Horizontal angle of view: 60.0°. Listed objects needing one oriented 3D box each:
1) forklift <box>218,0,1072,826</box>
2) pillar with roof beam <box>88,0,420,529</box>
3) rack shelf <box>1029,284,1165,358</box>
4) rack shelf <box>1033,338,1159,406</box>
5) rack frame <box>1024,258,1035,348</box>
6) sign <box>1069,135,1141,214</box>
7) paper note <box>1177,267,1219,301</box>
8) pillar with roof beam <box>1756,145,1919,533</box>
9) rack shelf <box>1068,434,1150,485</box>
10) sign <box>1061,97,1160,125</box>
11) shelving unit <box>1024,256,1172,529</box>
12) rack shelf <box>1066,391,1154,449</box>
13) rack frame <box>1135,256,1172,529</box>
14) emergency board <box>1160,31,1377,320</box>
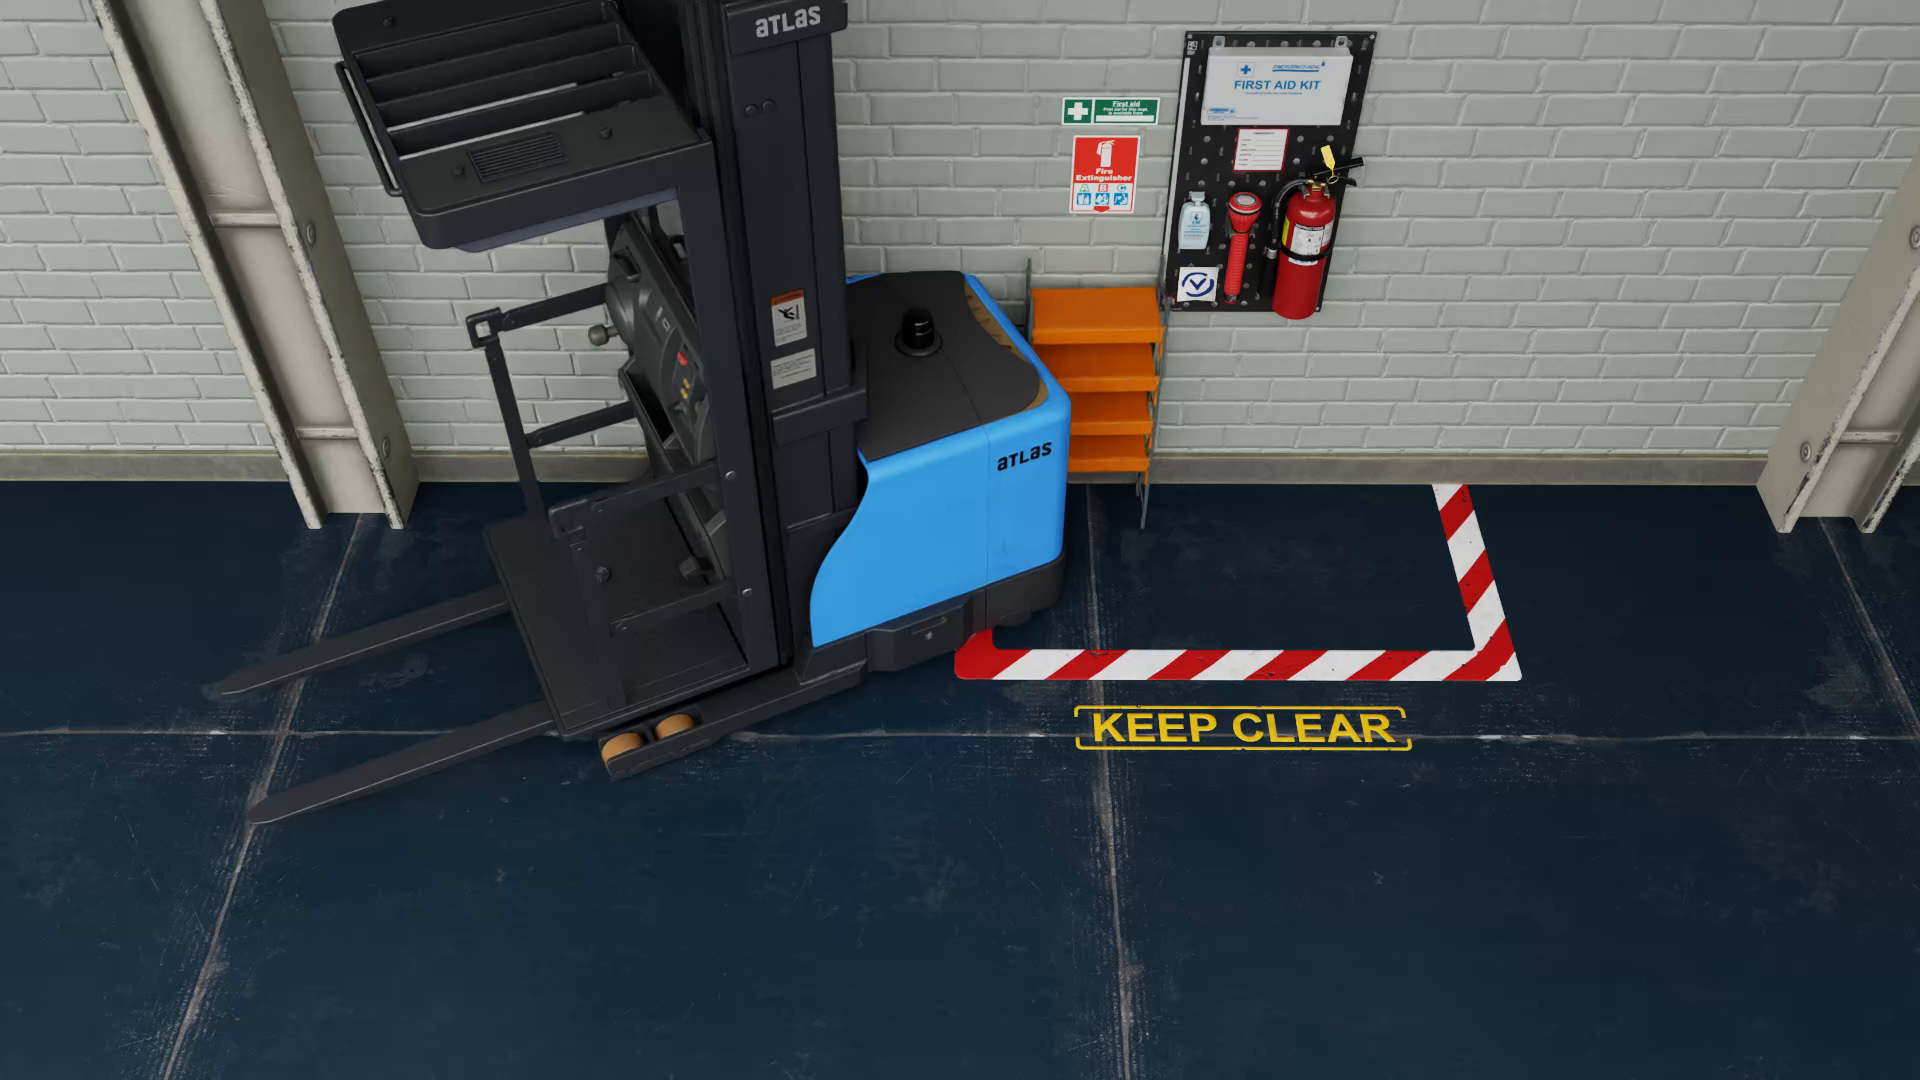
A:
[{"bbox_3d":[-1.153,-0.593,5.300,3.031,2.935,1.130,-19,50,-17],"label":"forklift"},{"bbox_3d":[-2.483,-0.075,0.672,0.400,9.000,9.100,0,47,0],"label":"pillar with roof beam"},{"bbox_3d":[0.499,-0.805,6.143,0.480,0.148,0.258,-1,47,-1],"label":"rack shelf"},{"bbox_3d":[0.499,-0.643,6.316,0.480,0.148,0.258,-1,47,-1],"label":"rack shelf"},{"bbox_3d":[0.255,-0.532,6.426,0.015,1.200,0.240,-1,47,-1],"label":"rack frame"},{"bbox_3d":[0.509,-1.289,5.877,0.234,0.329,0.001,0,47,0],"label":"sign"},{"bbox_3d":[0.885,-0.951,6.188,0.142,0.148,0.016,0,47,0],"label":"paper note"},{"bbox_3d":[3.517,-0.058,0.657,0.400,9.000,9.100,0,47,0],"label":"pillar with roof beam"},{"bbox_3d":[0.499,-0.356,6.625,0.480,0.148,0.258,-1,47,-1],"label":"rack shelf"},{"bbox_3d":[0.514,-1.463,5.677,0.331,0.109,0.001,0,47,0],"label":"sign"},{"bbox_3d":[0.499,-0.537,6.430,0.503,1.200,0.258,-1,47,-1],"label":"shelving unit"},{"bbox_3d":[0.499,-0.491,6.479,0.480,0.148,0.258,-1,47,-1],"label":"rack shelf"},{"bbox_3d":[0.743,-0.541,6.434,0.015,1.200,0.240,-1,47,-1],"label":"rack frame"},{"bbox_3d":[1.062,-1.200,5.818,0.643,1.169,0.194,0,47,0],"label":"emergency board"}]
